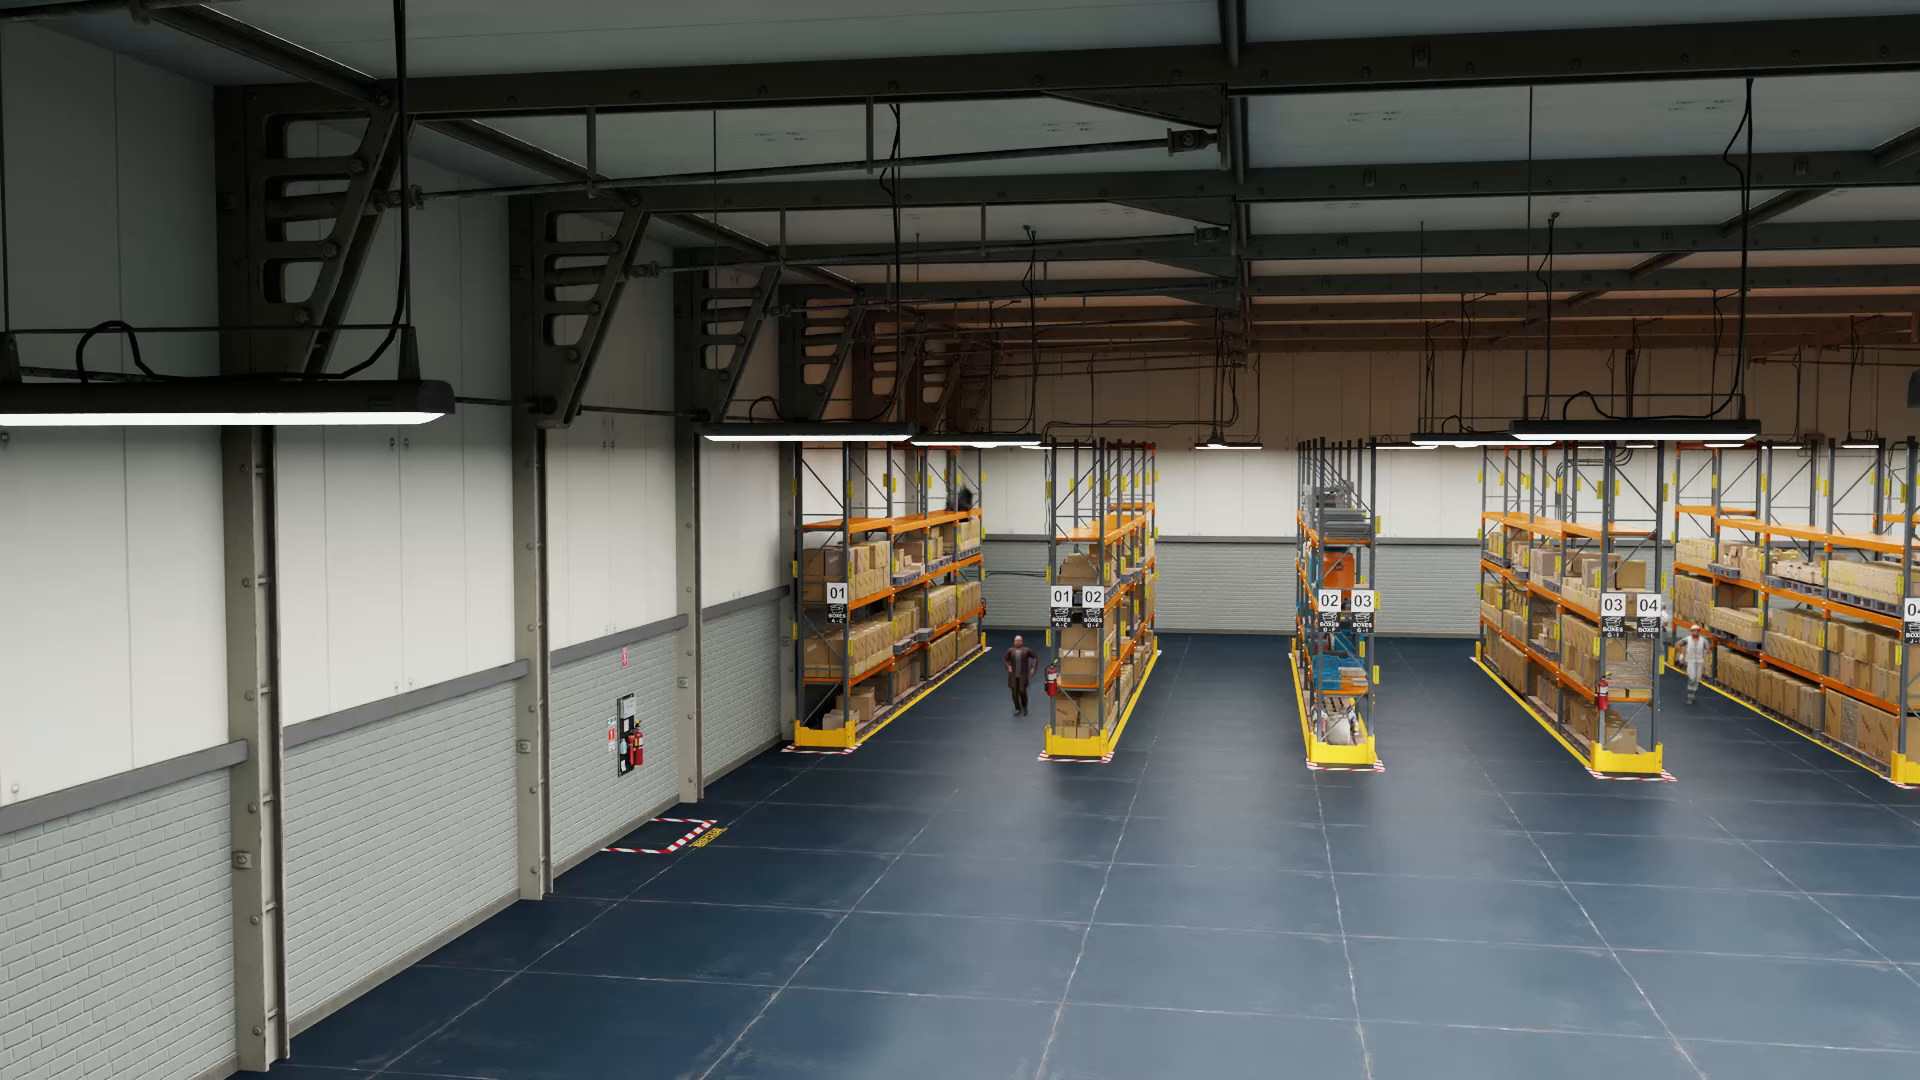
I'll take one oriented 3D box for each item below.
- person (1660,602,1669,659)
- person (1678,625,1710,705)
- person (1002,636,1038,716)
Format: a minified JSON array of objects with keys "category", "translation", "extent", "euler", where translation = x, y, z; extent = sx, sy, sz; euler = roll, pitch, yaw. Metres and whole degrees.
[{"category":"person","translation":[19.212,2.496,45.696],"extent":[0.555,1.623,0.663],"euler":[-1,3,-10]},{"category":"person","translation":[16.722,2.841,37.819],"extent":[0.637,1.834,0.760],"euler":[0,3,9]},{"category":"person","translation":[1.276,2.946,35.874],"extent":[0.747,1.756,0.679],"euler":[1,3,11]}]
